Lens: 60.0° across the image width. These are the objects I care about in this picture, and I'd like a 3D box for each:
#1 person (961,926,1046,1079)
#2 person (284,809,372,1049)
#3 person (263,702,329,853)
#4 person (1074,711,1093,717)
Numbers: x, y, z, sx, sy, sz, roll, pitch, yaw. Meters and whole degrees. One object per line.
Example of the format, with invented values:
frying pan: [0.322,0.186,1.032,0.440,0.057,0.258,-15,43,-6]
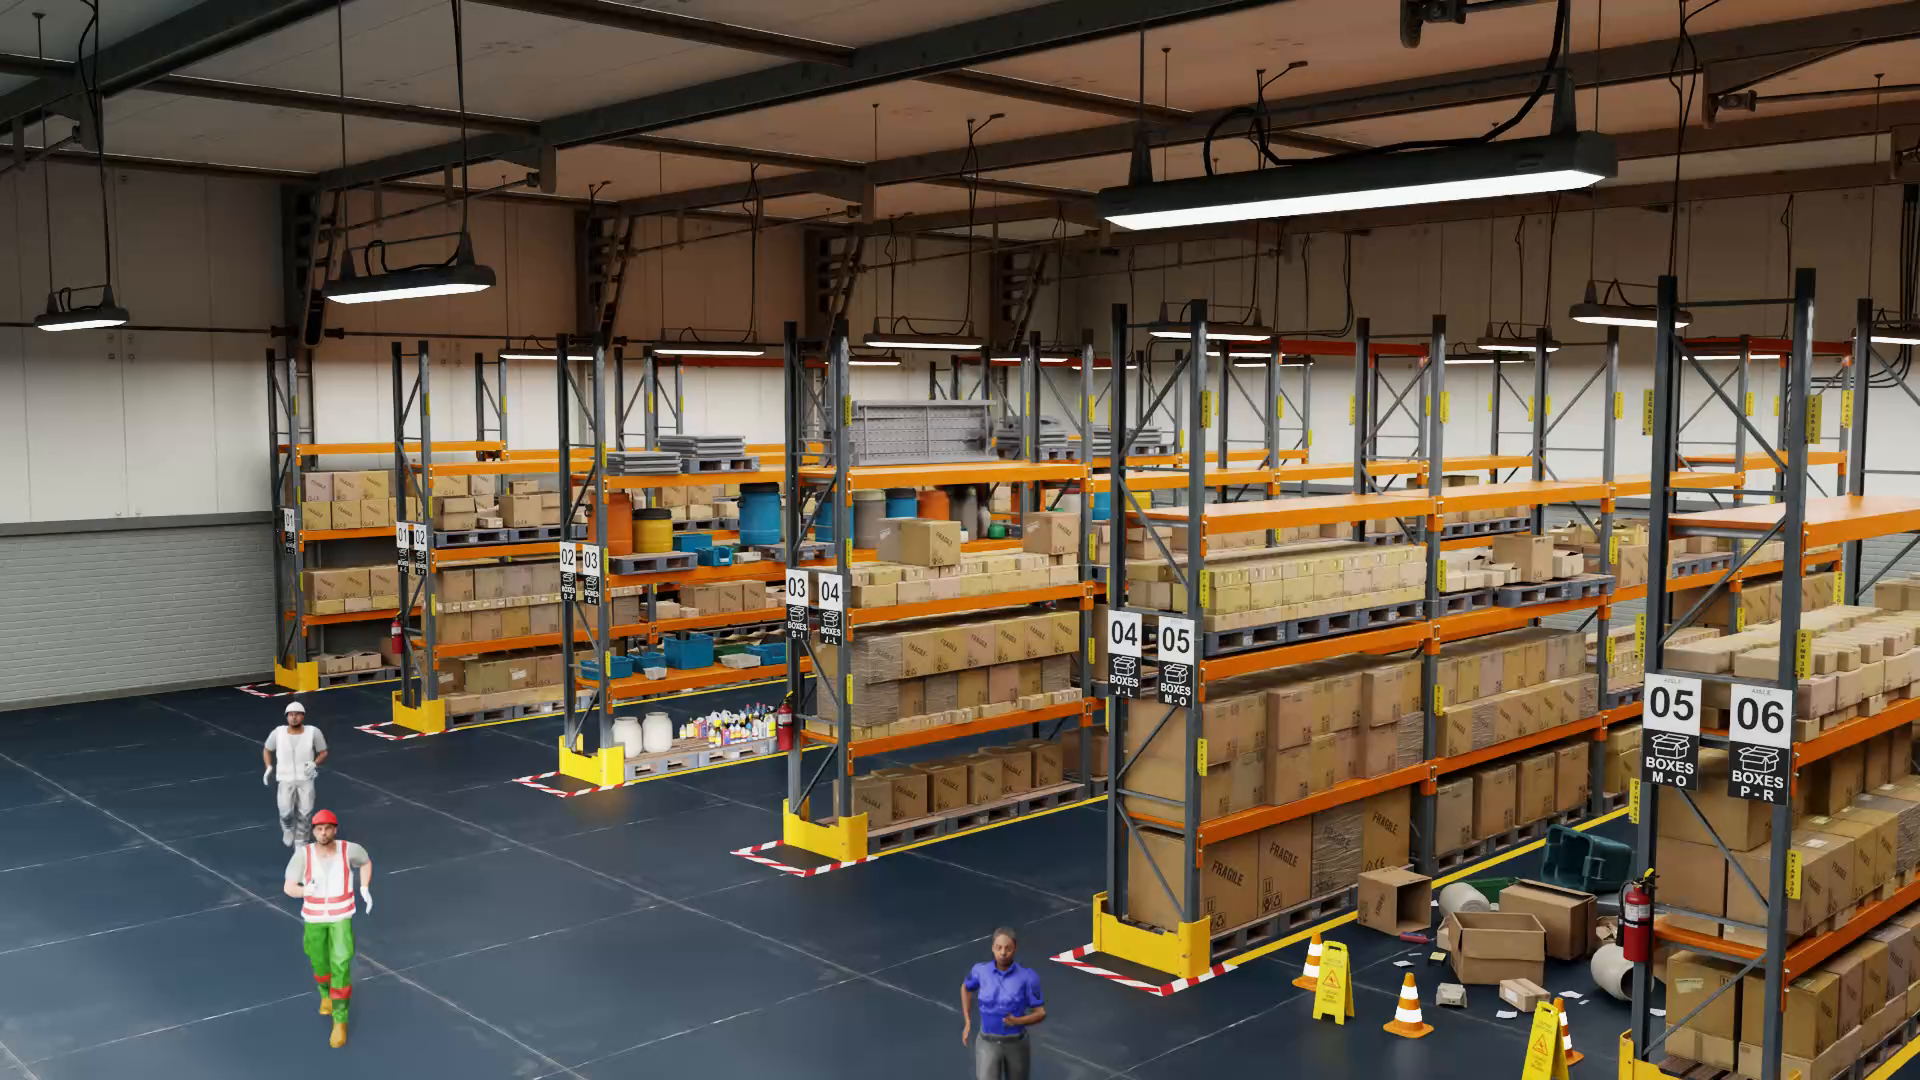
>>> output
person: [0.283,3.315,10.947,0.562,1.558,0.723,0,5,1]
person: [-5.121,3.087,13.502,0.649,1.828,0.869,-1,5,-13]
person: [-7.435,2.686,18.625,0.692,1.733,0.581,-2,5,-19]
person: [1.957,1.821,25.423,0.670,1.714,0.753,3,6,33]
